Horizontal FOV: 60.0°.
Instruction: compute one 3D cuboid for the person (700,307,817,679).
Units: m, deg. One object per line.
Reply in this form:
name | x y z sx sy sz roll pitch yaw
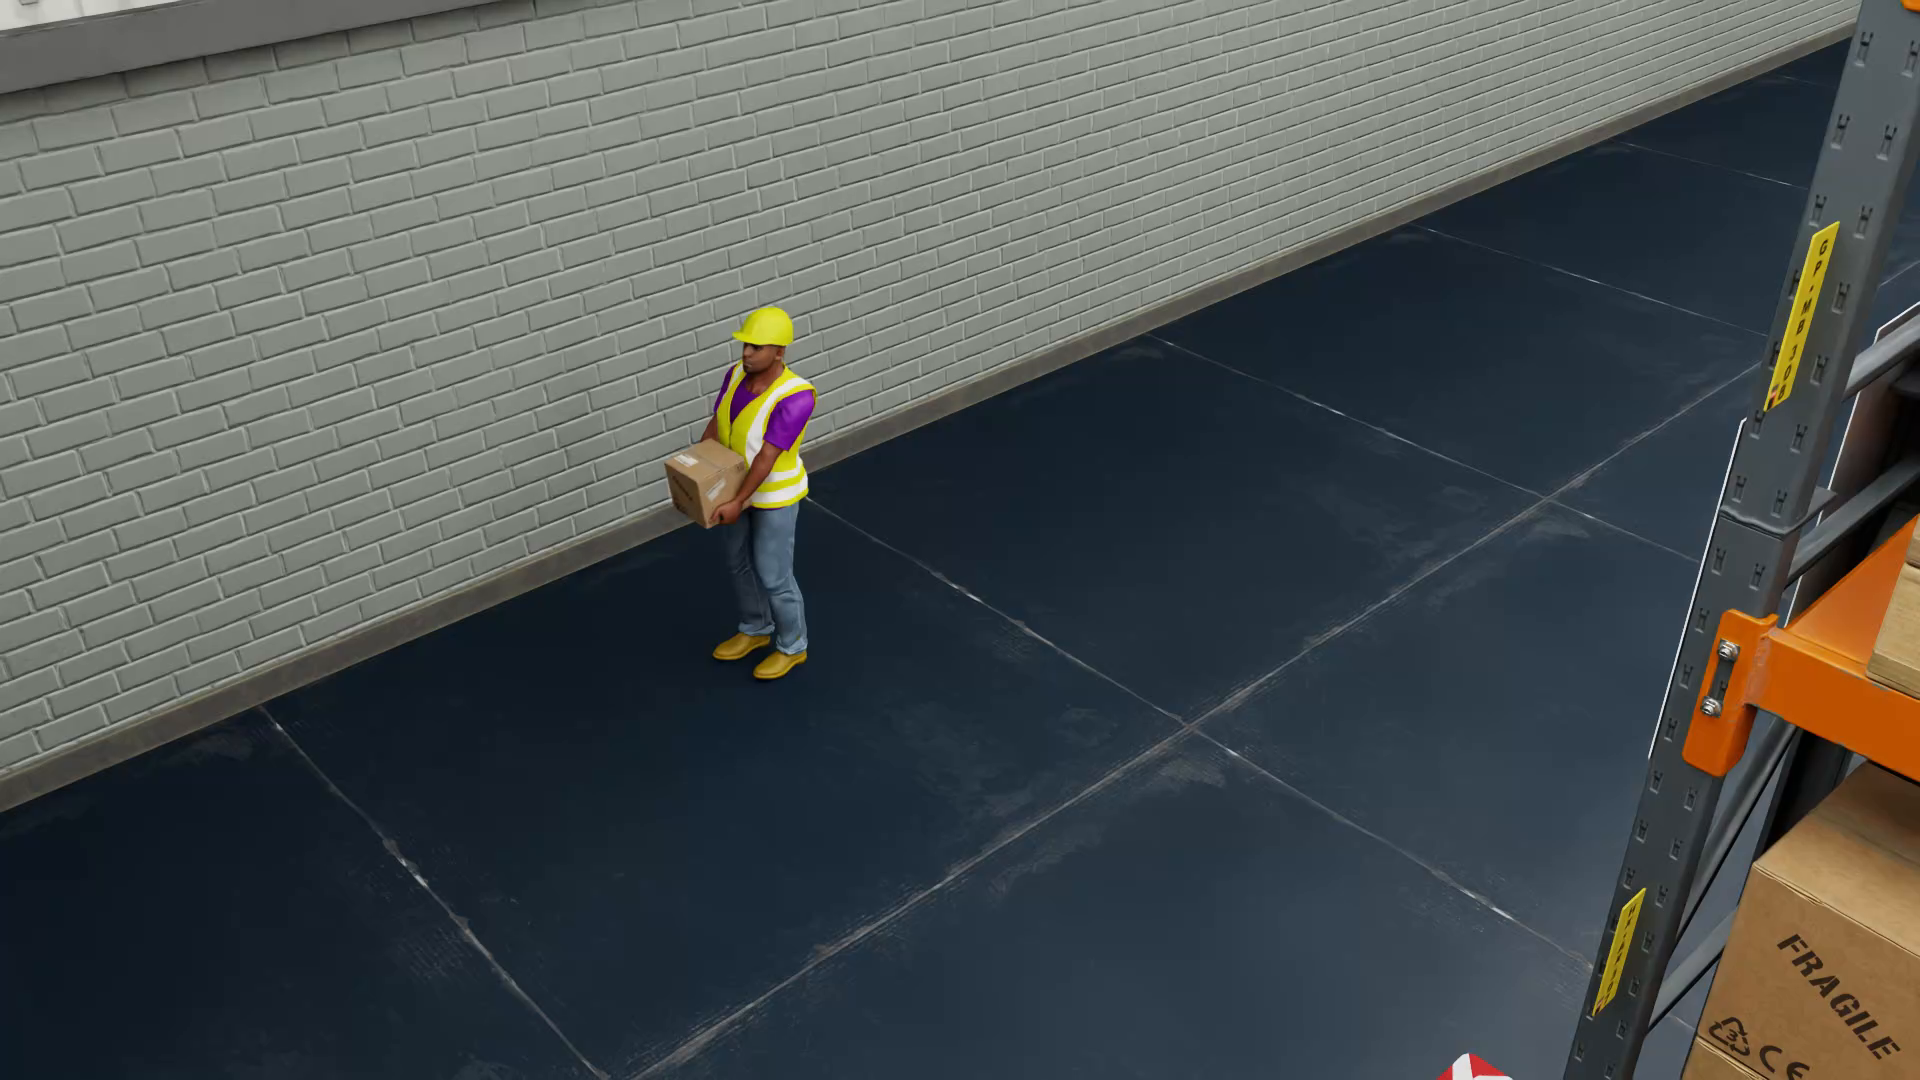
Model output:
person | -0.945 -0.175 7.404 0.577 1.761 0.502 -26 40 -35
